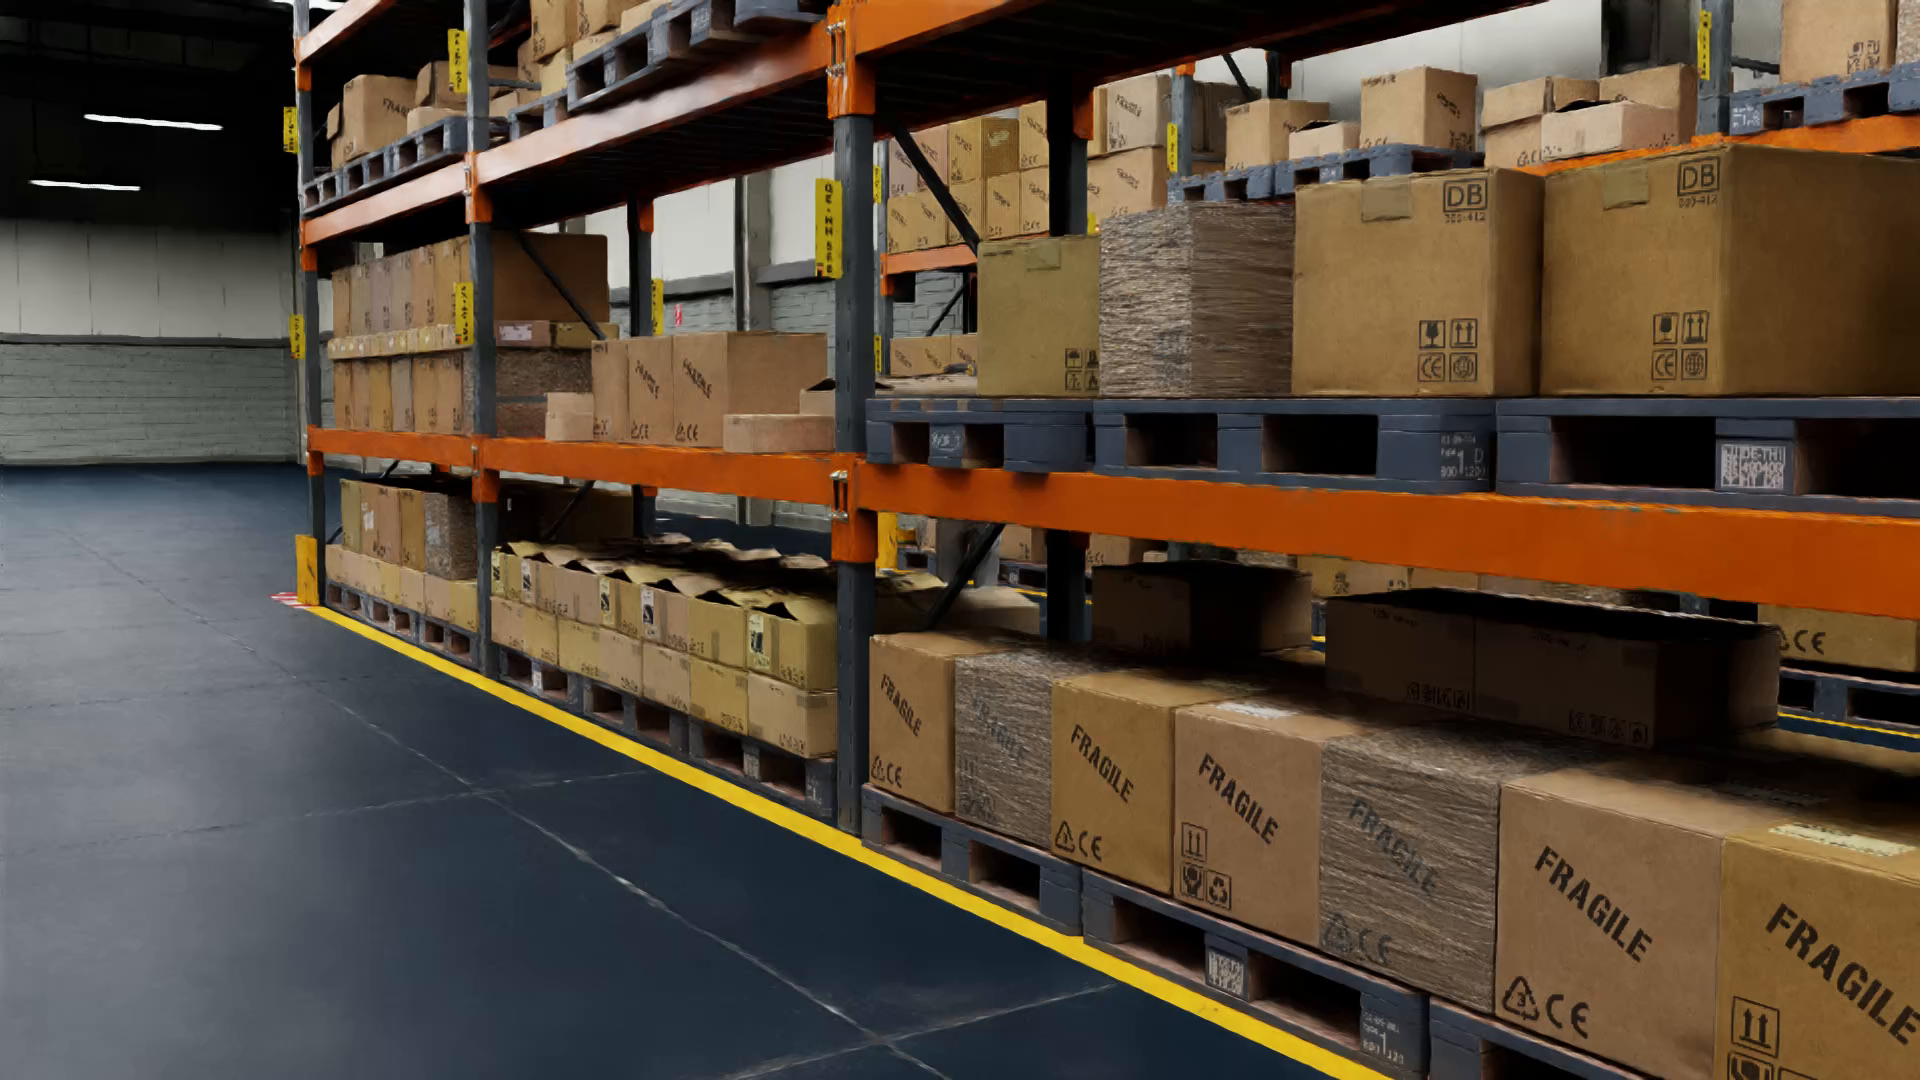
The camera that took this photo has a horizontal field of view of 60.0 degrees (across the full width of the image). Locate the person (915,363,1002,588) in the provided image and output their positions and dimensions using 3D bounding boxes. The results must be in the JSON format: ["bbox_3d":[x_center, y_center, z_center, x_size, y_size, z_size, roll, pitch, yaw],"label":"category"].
[{"bbox_3d":[-0.017,-0.080,8.700,0.532,1.685,0.470,2,5,19],"label":"person"}]
